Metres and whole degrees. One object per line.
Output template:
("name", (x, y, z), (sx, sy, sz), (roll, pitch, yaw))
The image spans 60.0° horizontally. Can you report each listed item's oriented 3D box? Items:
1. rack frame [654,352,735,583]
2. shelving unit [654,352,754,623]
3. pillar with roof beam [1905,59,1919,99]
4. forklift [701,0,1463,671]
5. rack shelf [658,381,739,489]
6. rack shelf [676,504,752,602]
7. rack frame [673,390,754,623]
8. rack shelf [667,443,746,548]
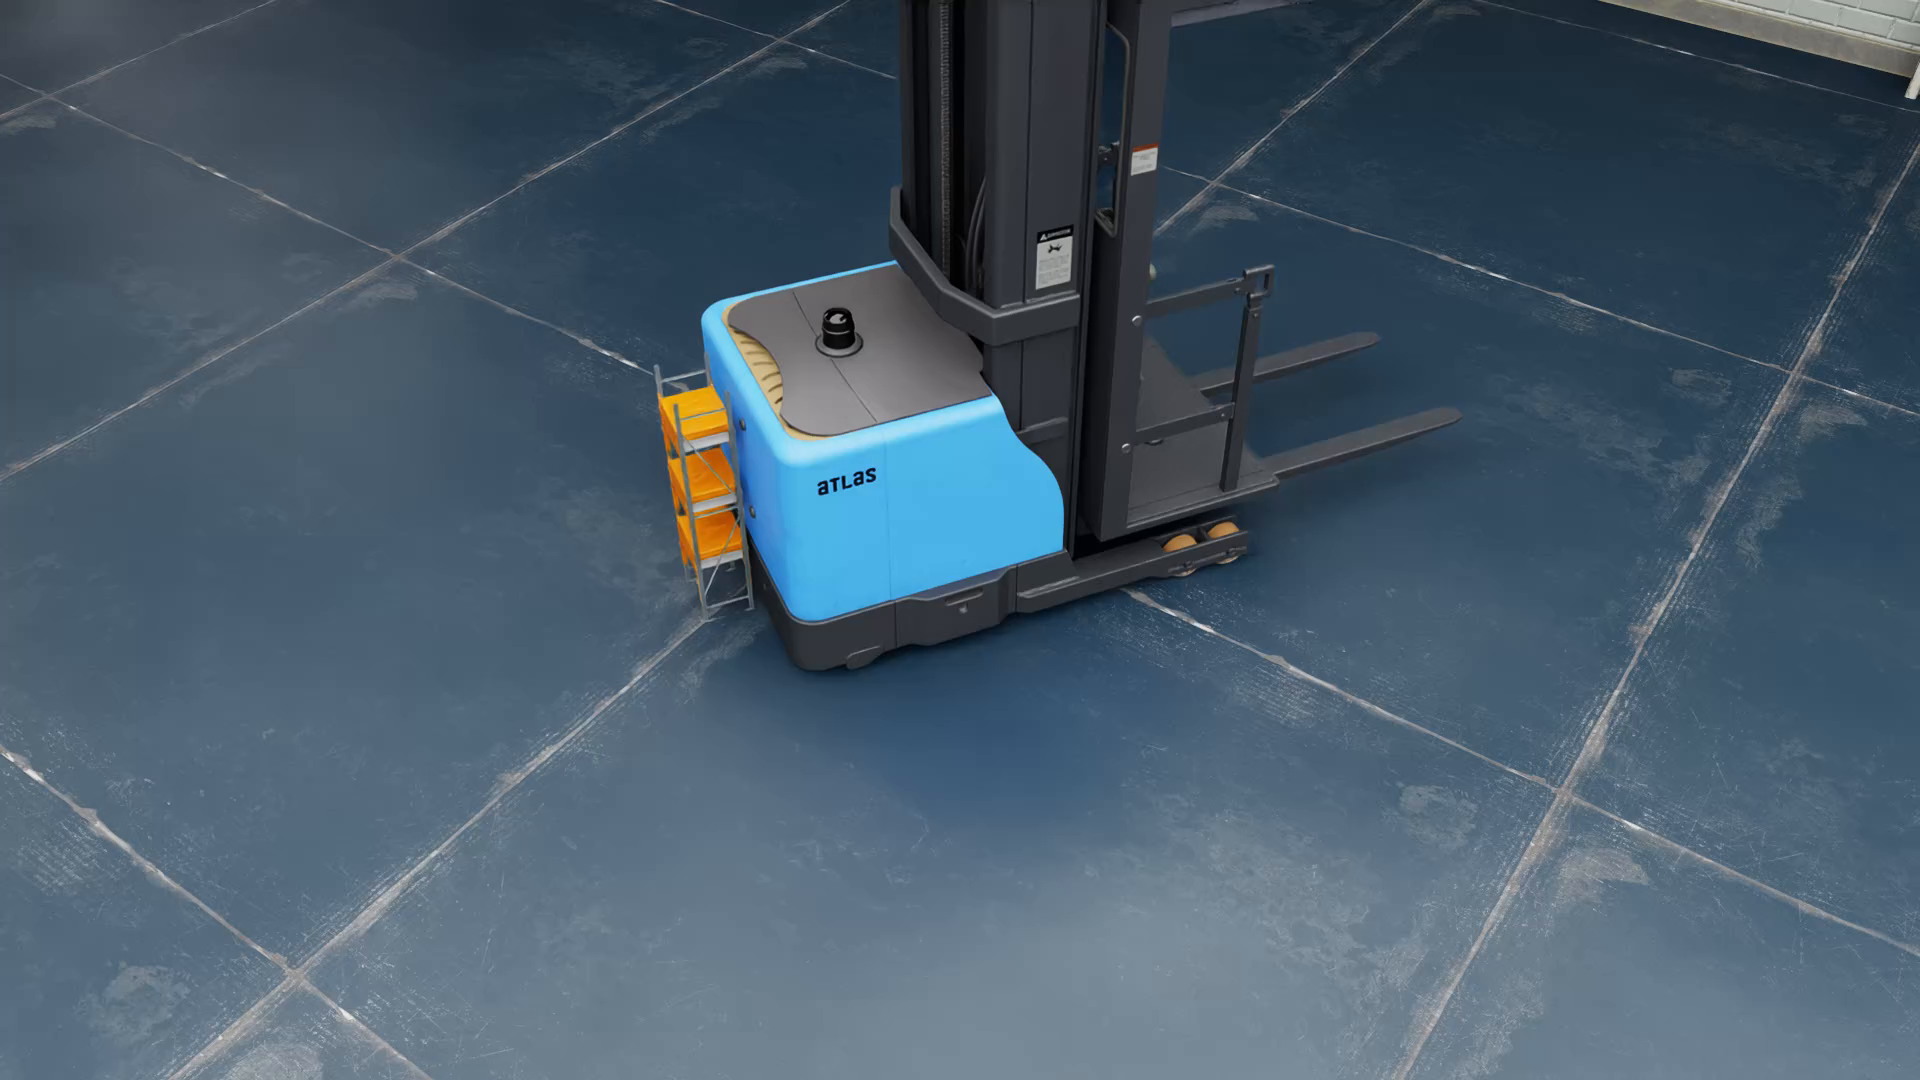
("rack frame", (-0.987, -0.249, 6.241), (0.200, 1.050, 0.008), (-16, 44, -17))
("shelving unit", (-0.939, -0.174, 6.157), (0.215, 1.050, 0.252), (-16, 44, -17))
("pillar with roof beam", (3.239, -3.575, 3.996), (0.400, 9.000, 9.100), (25, 48, 25))
("forklift", (0.599, -1.256, 5.955), (3.031, 2.935, 1.130), (-16, 44, -17))
("rack shelf", (-0.939, -0.378, 5.975), (0.215, 0.259, 0.240), (-16, 44, -17))
("rack shelf", (-0.939, 0.041, 6.350), (0.215, 0.259, 0.240), (-16, 44, -17))
("rack frame", (-0.891, -0.100, 6.074), (0.200, 1.050, 0.008), (-16, 44, -17))
("rack shelf", (-0.939, -0.166, 6.164), (0.215, 0.259, 0.240), (-16, 44, -17))
